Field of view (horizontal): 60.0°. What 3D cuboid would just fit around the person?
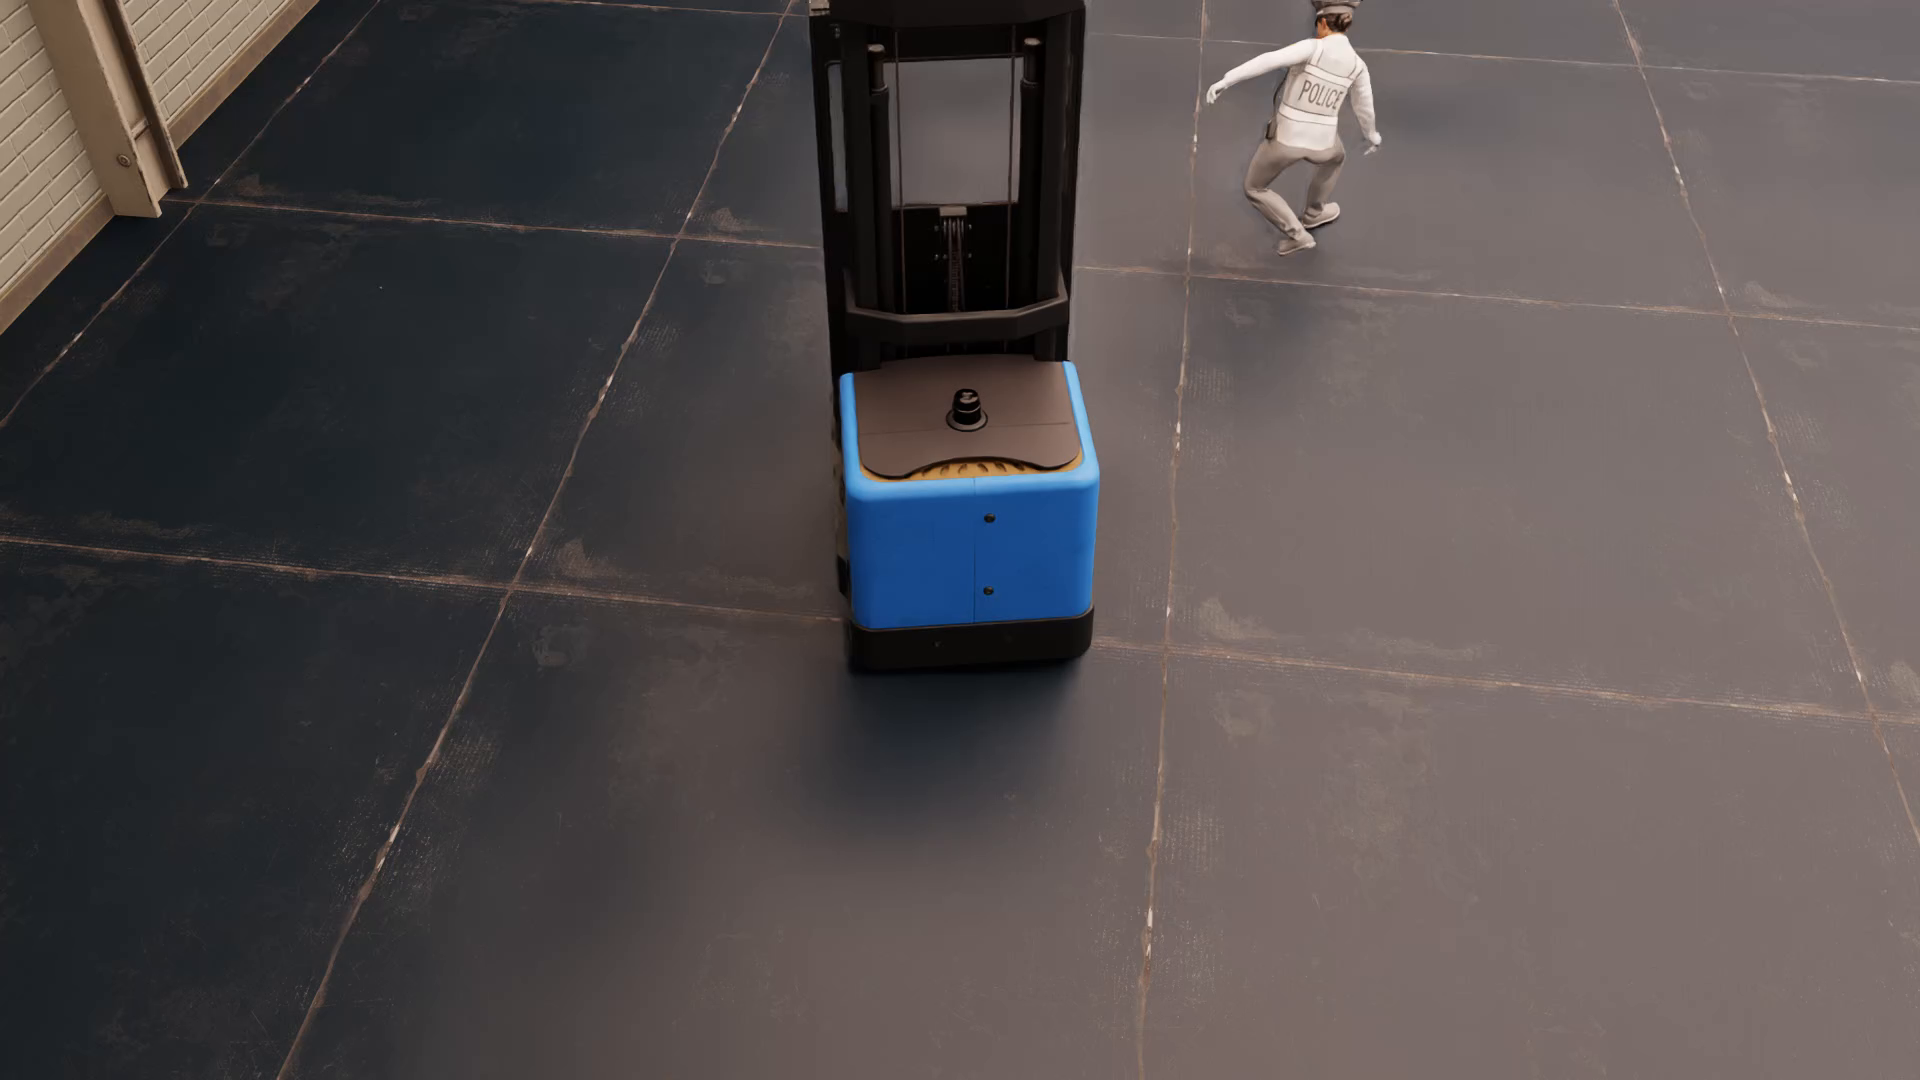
[{"bbox_3d":[1.851,-2.279,9.277,1.092,1.468,0.694,-2,43,-2],"label":"person"}]

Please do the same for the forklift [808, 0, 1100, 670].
[{"bbox_3d":[-0.074,-1.511,7.369,1.130,2.935,3.031,-3,43,-4],"label":"forklift"}]
